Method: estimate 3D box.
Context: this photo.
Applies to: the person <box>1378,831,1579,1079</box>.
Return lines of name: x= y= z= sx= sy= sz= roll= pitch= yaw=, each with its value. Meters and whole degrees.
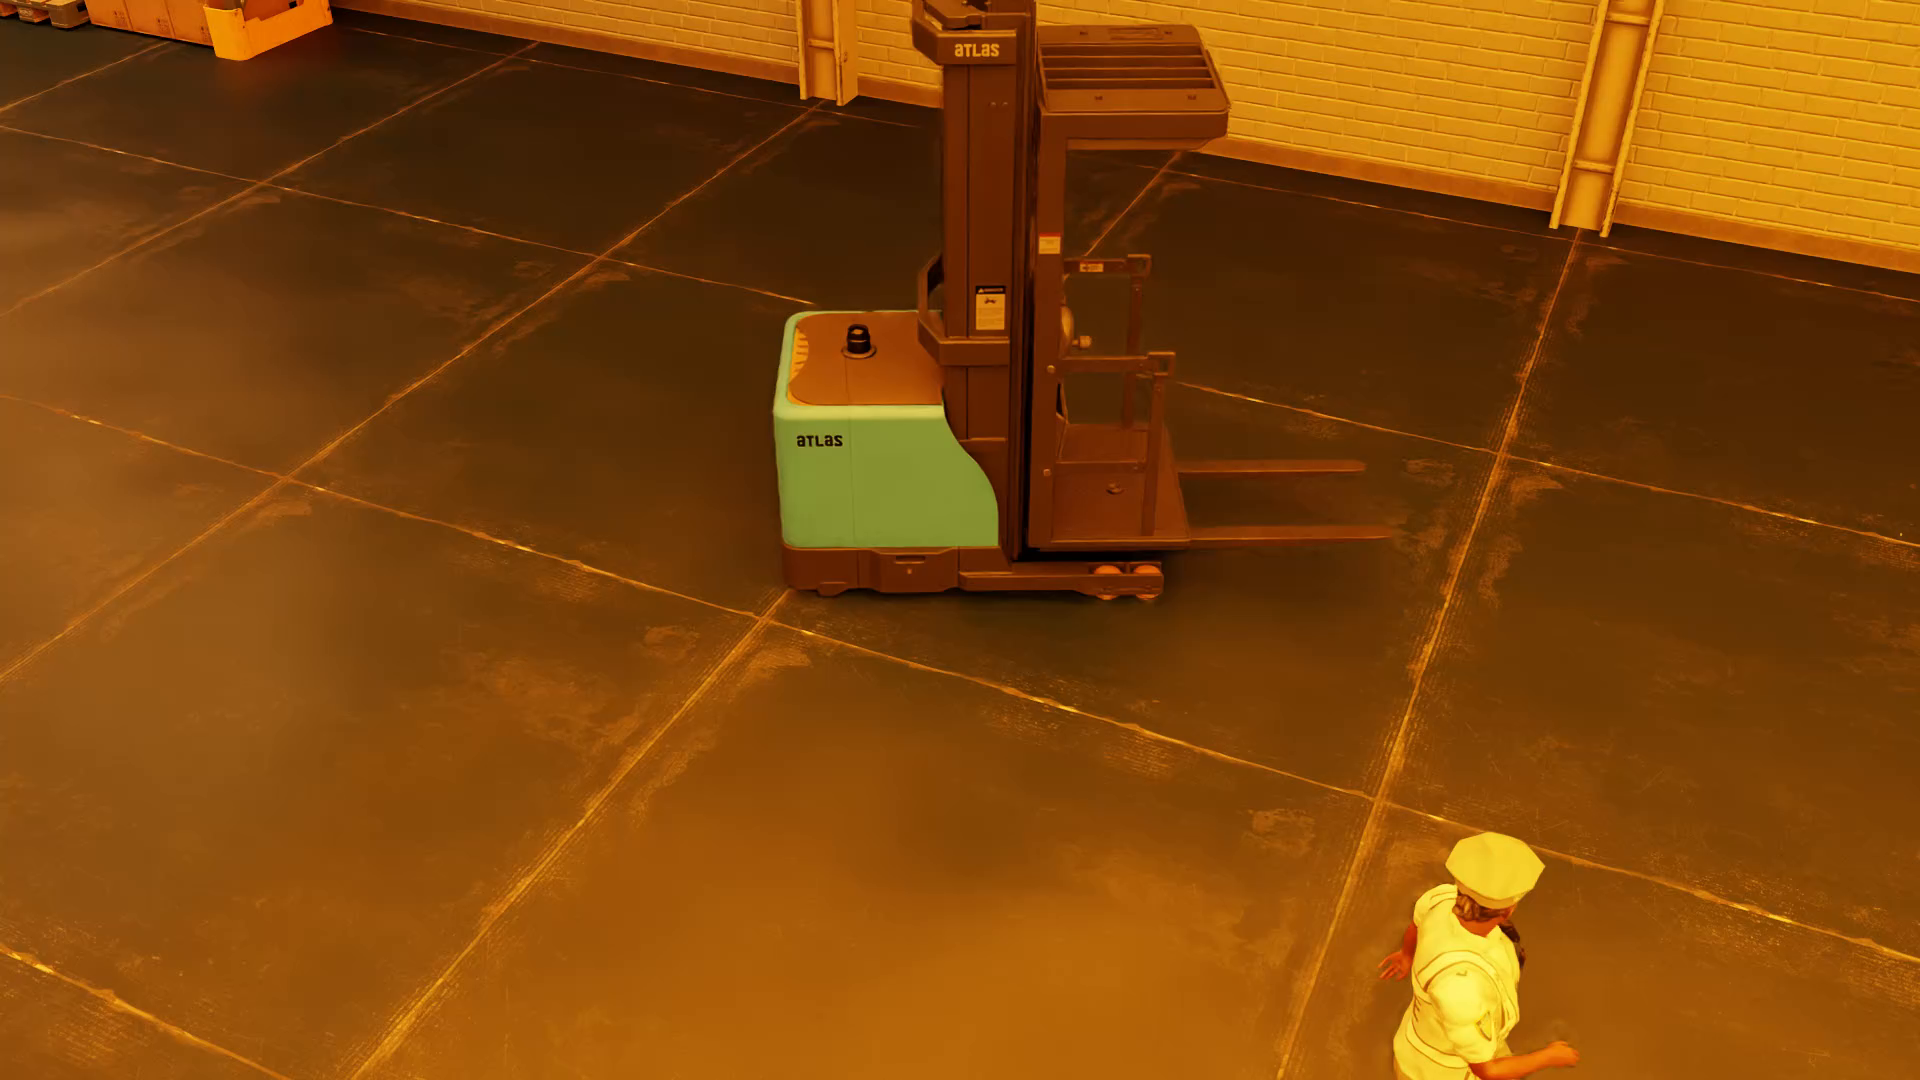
person: x=1.518 y=1.548 z=5.082 sx=0.668 sy=1.593 sz=0.556 roll=21 pitch=40 yaw=26

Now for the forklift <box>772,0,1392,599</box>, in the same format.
forklift: x=0.629 y=-1.211 z=7.784 sx=3.031 sy=2.935 sz=1.130 roll=-1 pitch=36 yaw=-1
